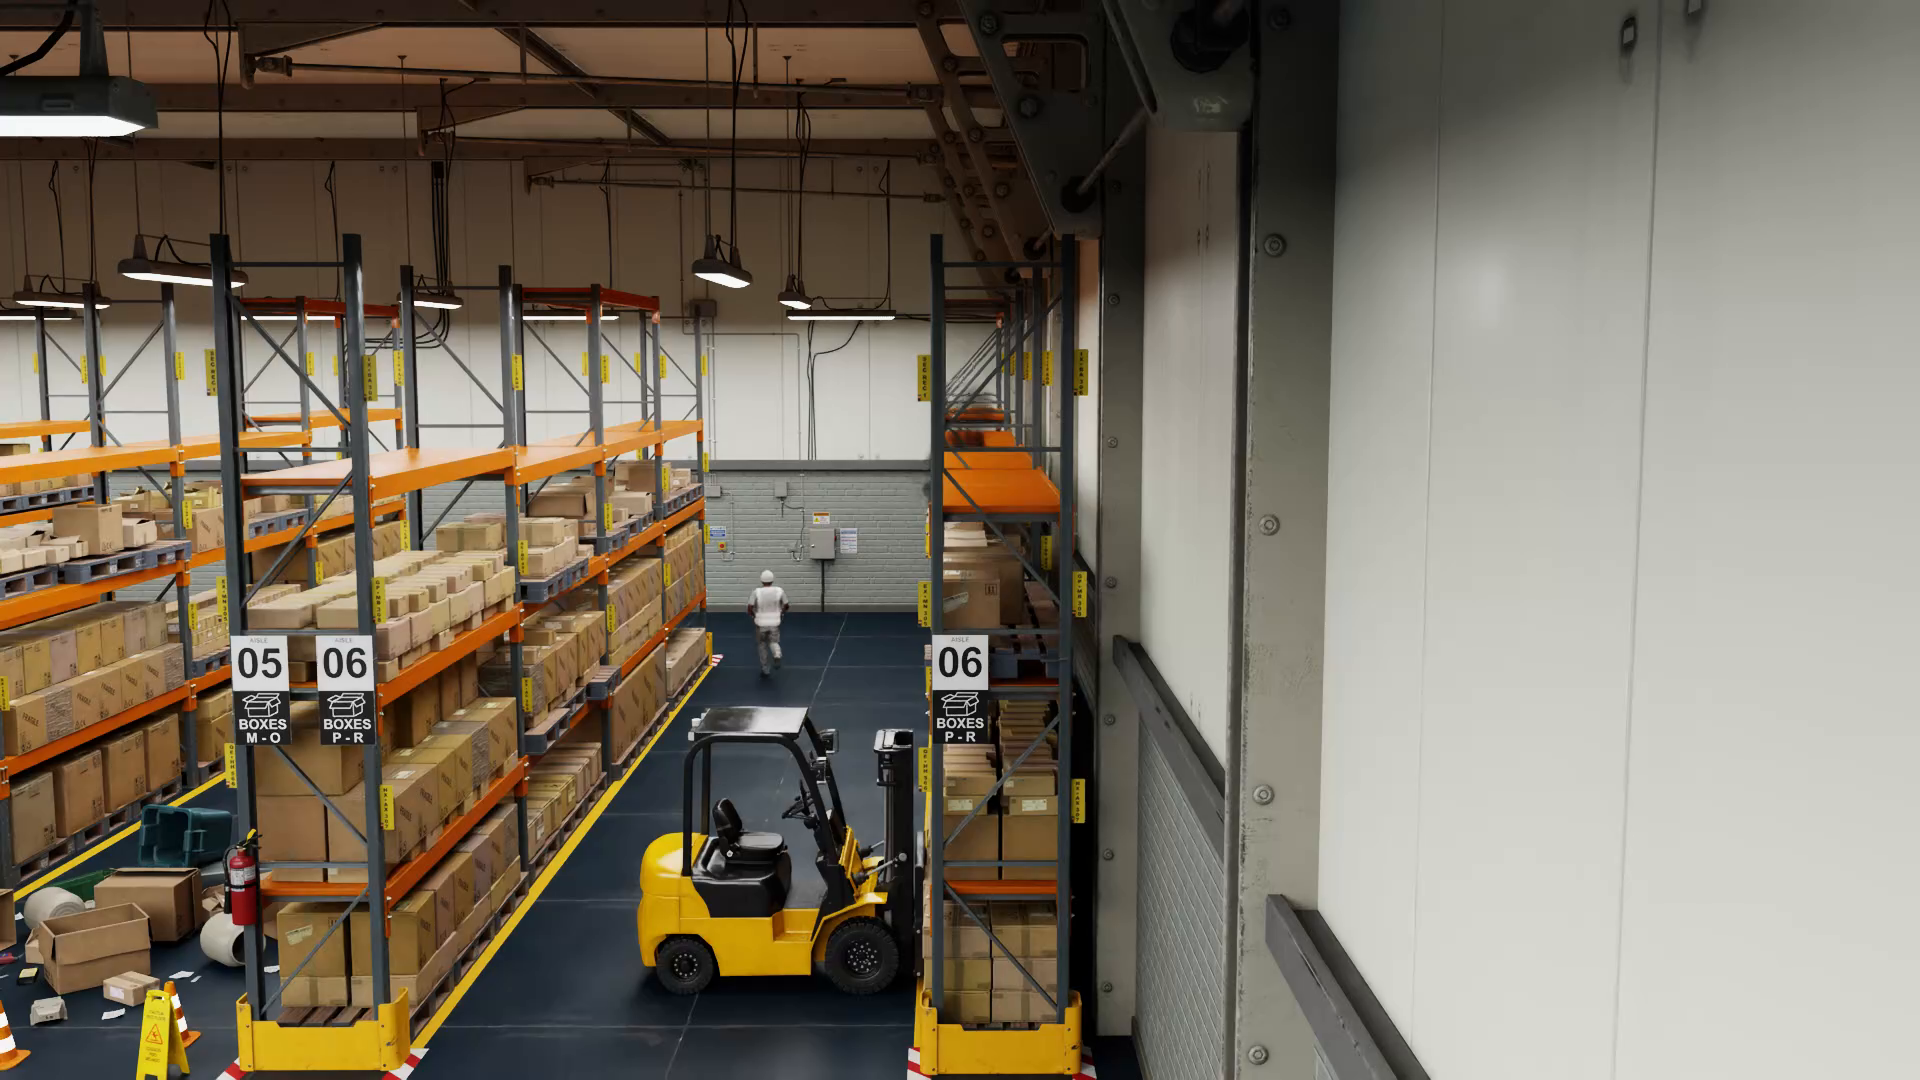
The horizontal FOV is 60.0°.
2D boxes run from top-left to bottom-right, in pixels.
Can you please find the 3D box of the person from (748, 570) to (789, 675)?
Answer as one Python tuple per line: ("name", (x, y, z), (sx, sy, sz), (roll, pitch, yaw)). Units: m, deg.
("person", (-3.107, 1.339, 26.842), (0.677, 1.731, 0.756), (-2, 7, -15))
